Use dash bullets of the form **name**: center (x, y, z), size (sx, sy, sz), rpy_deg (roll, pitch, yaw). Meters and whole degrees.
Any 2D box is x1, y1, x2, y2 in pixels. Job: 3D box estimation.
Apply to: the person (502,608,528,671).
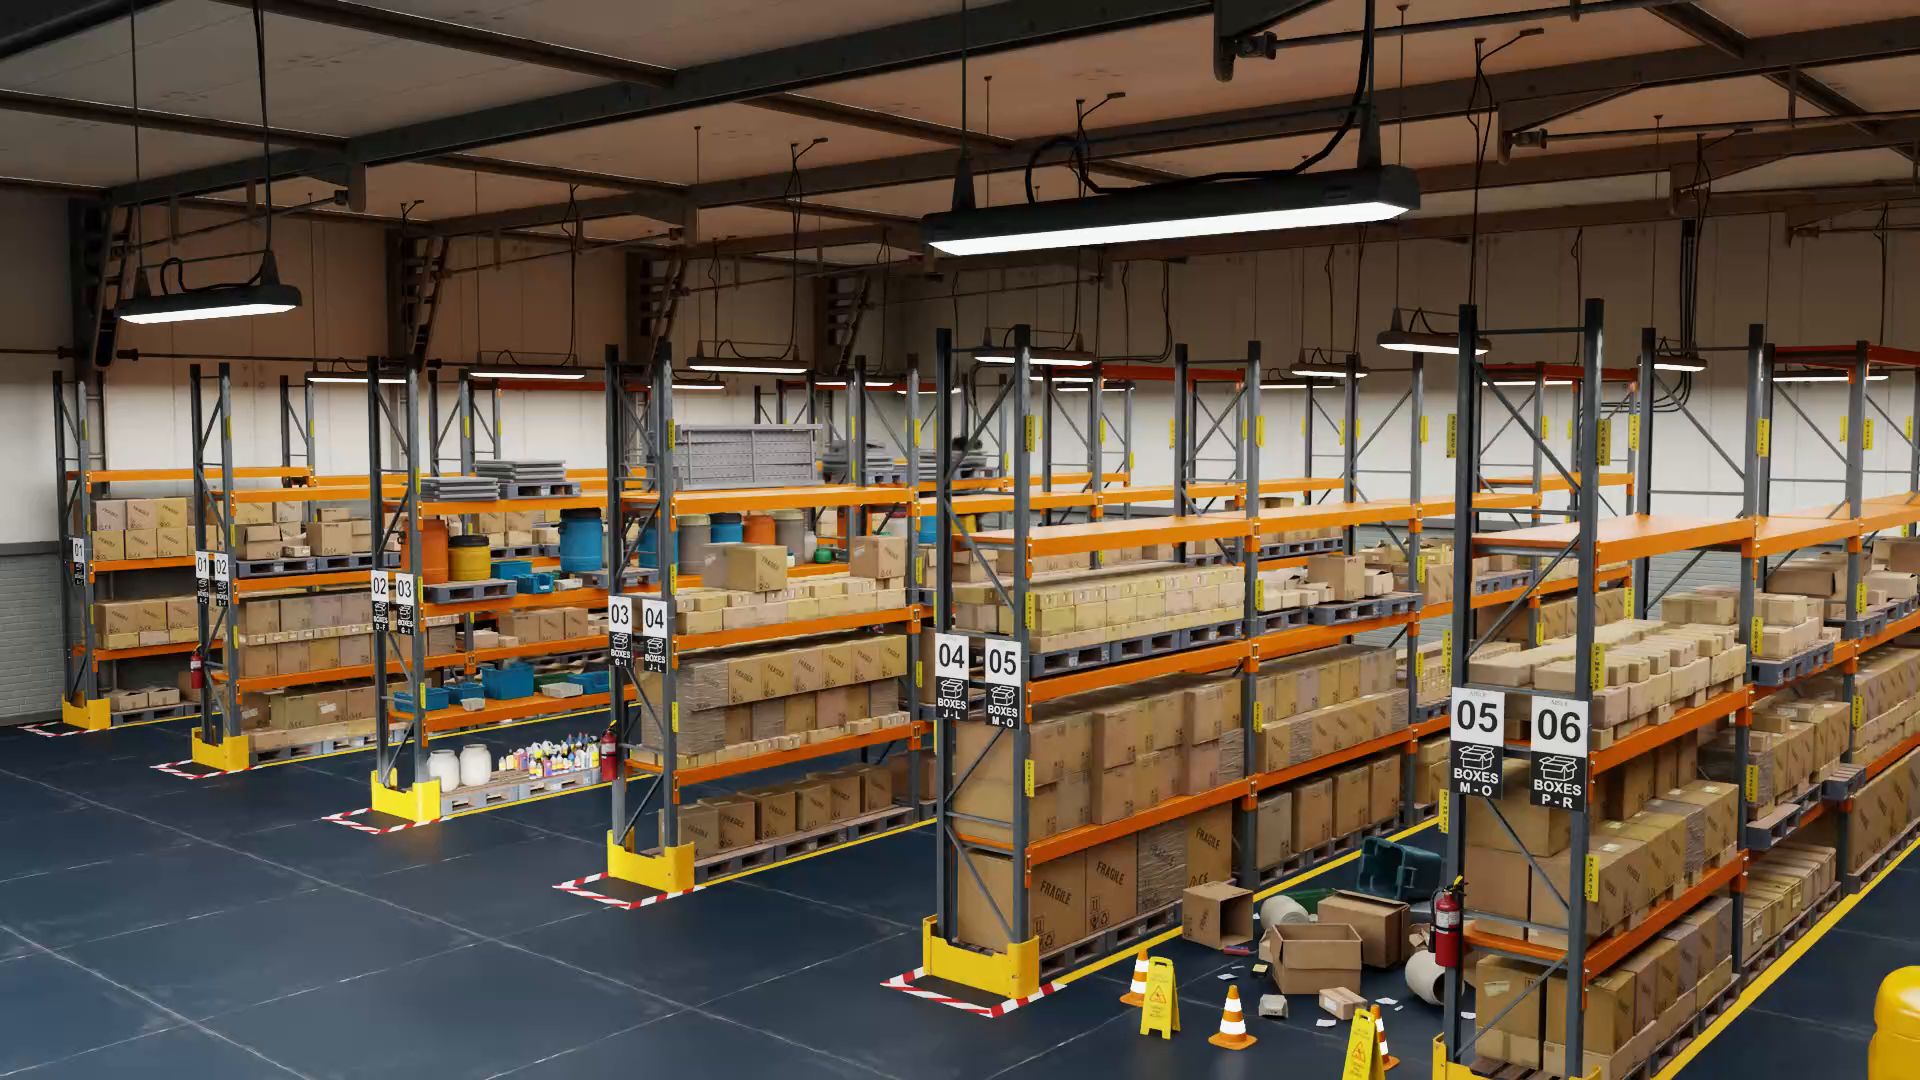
- **person**: center (-8.257, 2.089, 30.947), size (0.702, 1.740, 0.707), rpy_deg (3, 5, 40)
